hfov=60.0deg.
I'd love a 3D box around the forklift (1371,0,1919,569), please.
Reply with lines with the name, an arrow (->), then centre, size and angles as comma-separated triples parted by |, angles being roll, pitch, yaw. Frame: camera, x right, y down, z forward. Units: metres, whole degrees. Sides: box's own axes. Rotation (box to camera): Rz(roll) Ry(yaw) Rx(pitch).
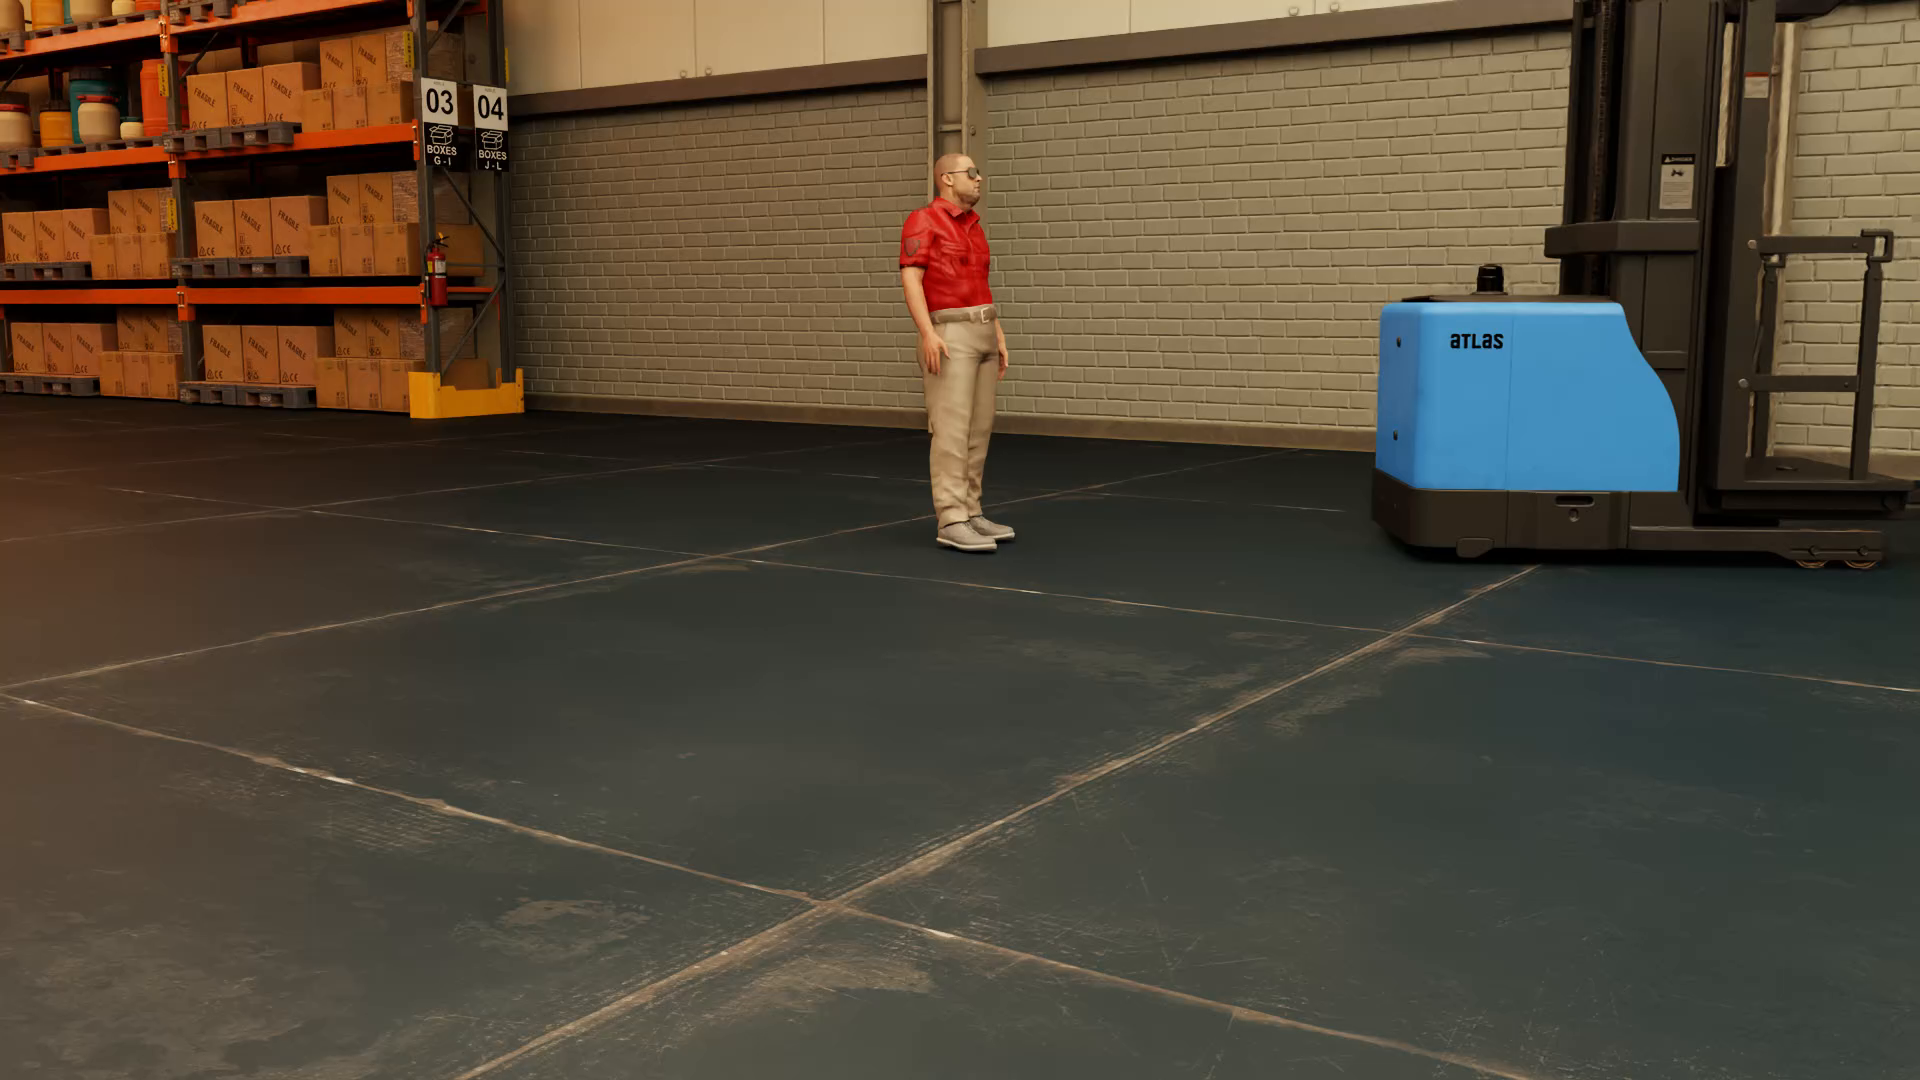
forklift -> 3.414, -1.409, 7.101 | 3.031, 2.935, 1.130 | 1, 8, 4

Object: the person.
person -> 0.067, -0.854, 7.421 | 0.551, 1.727, 0.640 | 5, 10, 34
